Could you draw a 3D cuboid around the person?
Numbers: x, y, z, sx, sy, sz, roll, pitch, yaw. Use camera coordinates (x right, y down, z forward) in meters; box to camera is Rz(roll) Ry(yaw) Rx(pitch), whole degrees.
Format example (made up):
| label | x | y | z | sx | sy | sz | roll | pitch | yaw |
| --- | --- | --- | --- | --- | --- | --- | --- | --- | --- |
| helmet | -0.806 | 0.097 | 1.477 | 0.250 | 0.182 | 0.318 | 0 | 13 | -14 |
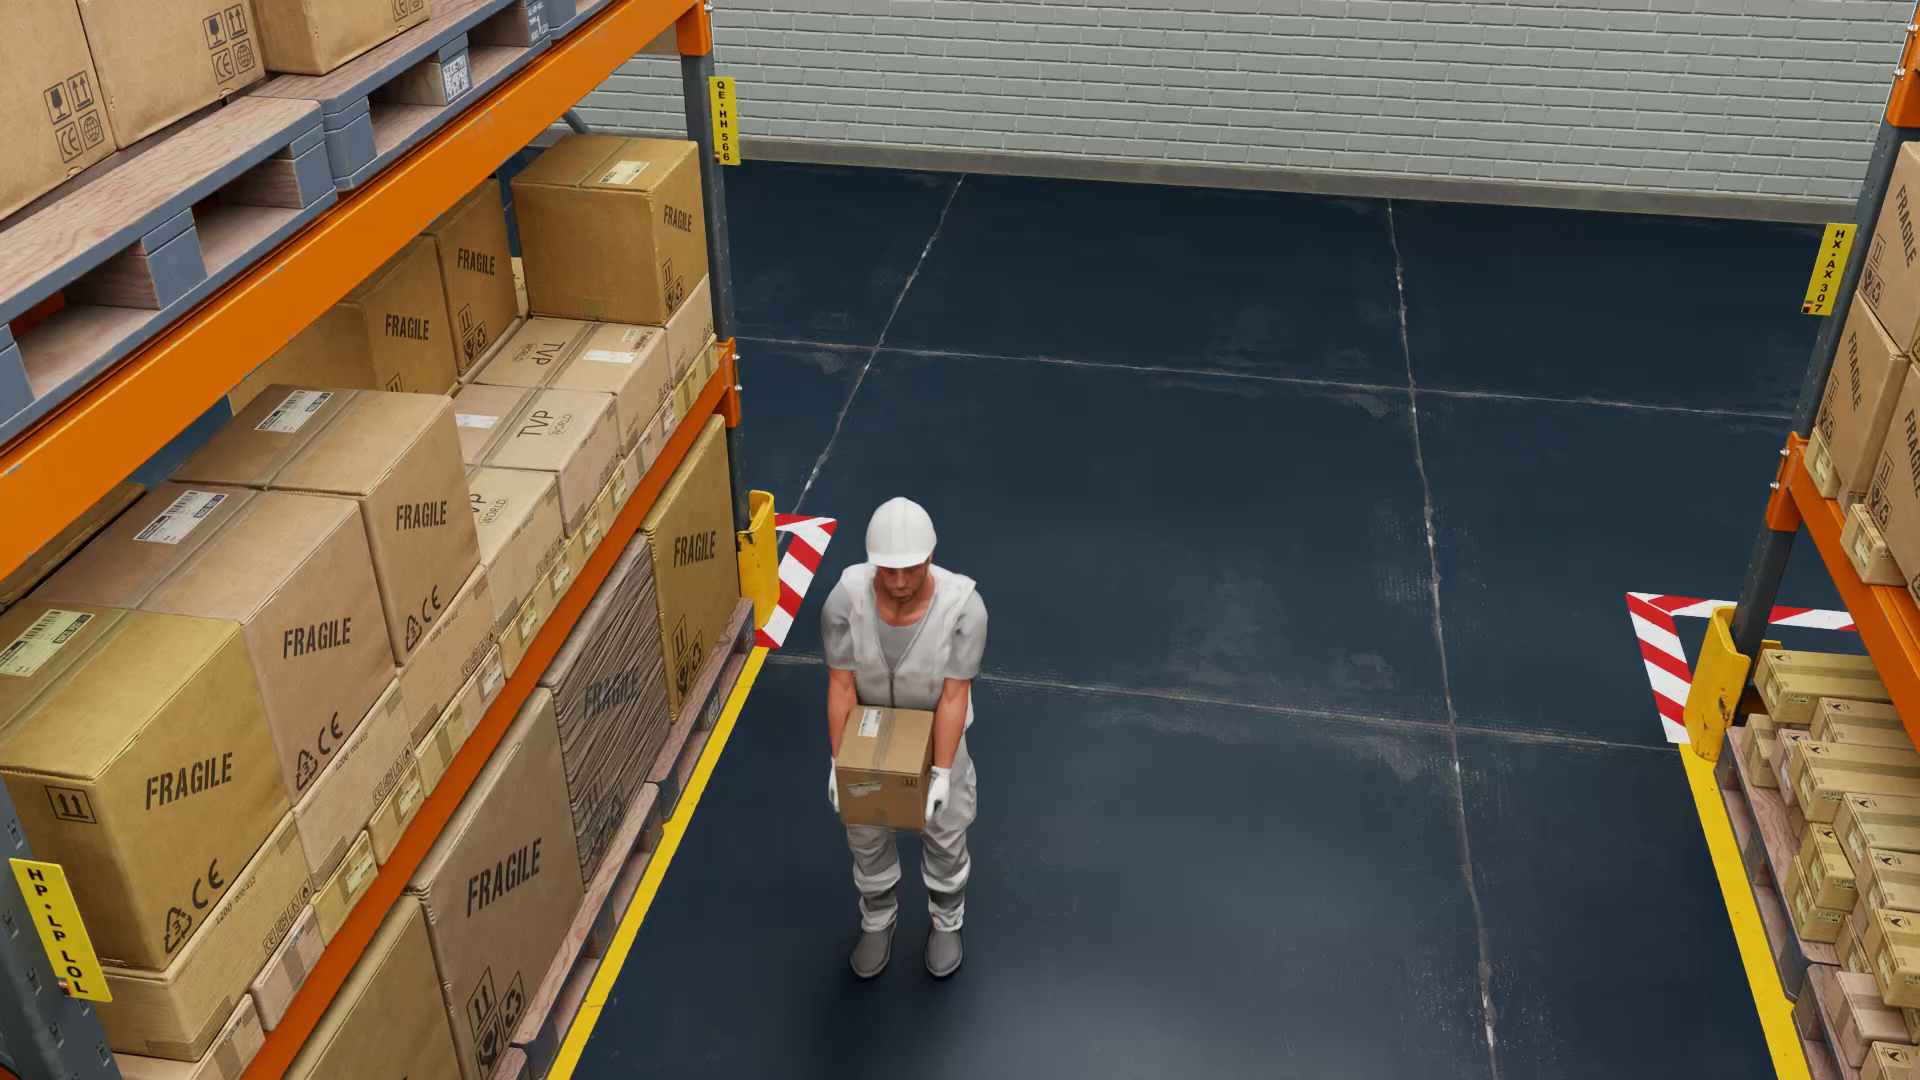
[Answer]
| label | x | y | z | sx | sy | sz | roll | pitch | yaw |
| --- | --- | --- | --- | --- | --- | --- | --- | --- | --- |
| person | -0.170 | 0.646 | 5.100 | 0.493 | 1.770 | 0.574 | 5 | 32 | 7 |
